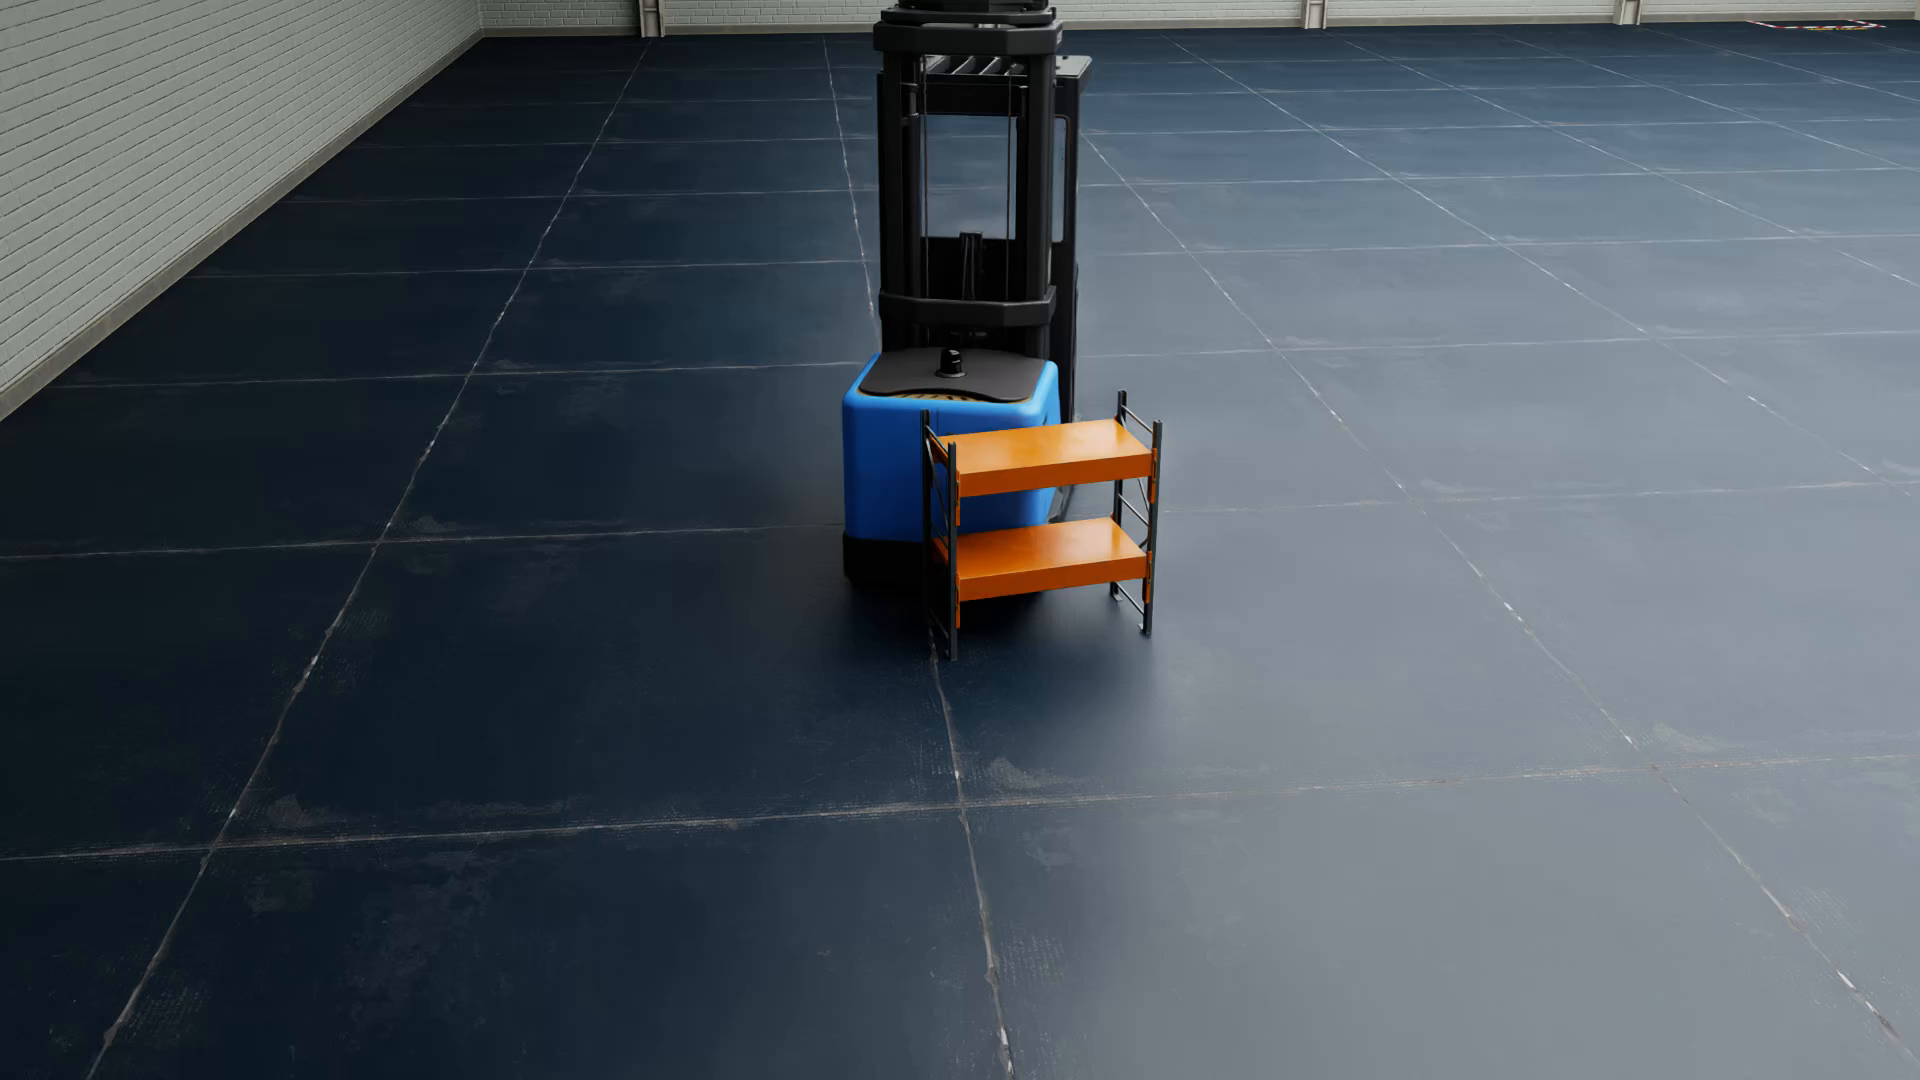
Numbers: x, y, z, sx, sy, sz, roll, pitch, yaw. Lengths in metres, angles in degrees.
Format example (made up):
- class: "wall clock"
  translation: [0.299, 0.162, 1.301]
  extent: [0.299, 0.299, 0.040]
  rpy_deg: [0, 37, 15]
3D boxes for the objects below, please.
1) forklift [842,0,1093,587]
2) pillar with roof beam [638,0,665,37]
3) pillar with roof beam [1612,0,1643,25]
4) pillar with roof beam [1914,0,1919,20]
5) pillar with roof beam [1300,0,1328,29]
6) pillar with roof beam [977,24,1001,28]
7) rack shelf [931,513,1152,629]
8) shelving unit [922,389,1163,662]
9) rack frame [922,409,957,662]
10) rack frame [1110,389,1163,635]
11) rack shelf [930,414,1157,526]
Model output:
- class: "forklift"
  translation: [0.140, -1.637, 9.461]
  extent: [1.130, 2.935, 3.031]
  rpy_deg: [4, 24, 9]
- class: "pillar with roof beam"
  translation: [-5.025, -11.325, 23.788]
  extent: [0.400, 9.000, 9.100]
  rpy_deg: [-2, 24, -5]
- class: "pillar with roof beam"
  translation: [12.888, -12.044, 25.404]
  extent: [0.400, 9.000, 9.100]
  rpy_deg: [-2, 24, -5]
- class: "pillar with roof beam"
  translation: [18.859, -12.284, 25.943]
  extent: [0.400, 9.000, 9.100]
  rpy_deg: [-2, 24, -5]
- class: "pillar with roof beam"
  translation: [6.917, -11.804, 24.865]
  extent: [0.400, 9.000, 9.100]
  rpy_deg: [-2, 24, -5]
- class: "pillar with roof beam"
  translation: [0.946, -11.565, 24.326]
  extent: [0.400, 9.000, 9.100]
  rpy_deg: [-2, 24, -5]
- class: "rack shelf"
  translation: [0.387, 0.143, 8.282]
  extent: [1.000, 0.278, 0.538]
  rpy_deg: [-7, 25, -15]
- class: "shelving unit"
  translation: [0.387, -0.081, 8.183]
  extent: [1.048, 1.125, 0.538]
  rpy_deg: [-7, 25, -15]
- class: "rack frame"
  translation: [-0.101, -0.022, 8.051]
  extent: [0.032, 1.125, 0.500]
  rpy_deg: [-7, 25, -15]
- class: "rack frame"
  translation: [0.874, -0.139, 8.315]
  extent: [0.032, 1.125, 0.500]
  rpy_deg: [-7, 25, -15]
- class: "rack shelf"
  translation: [0.387, -0.348, 8.064]
  extent: [1.000, 0.278, 0.538]
  rpy_deg: [-7, 25, -15]
